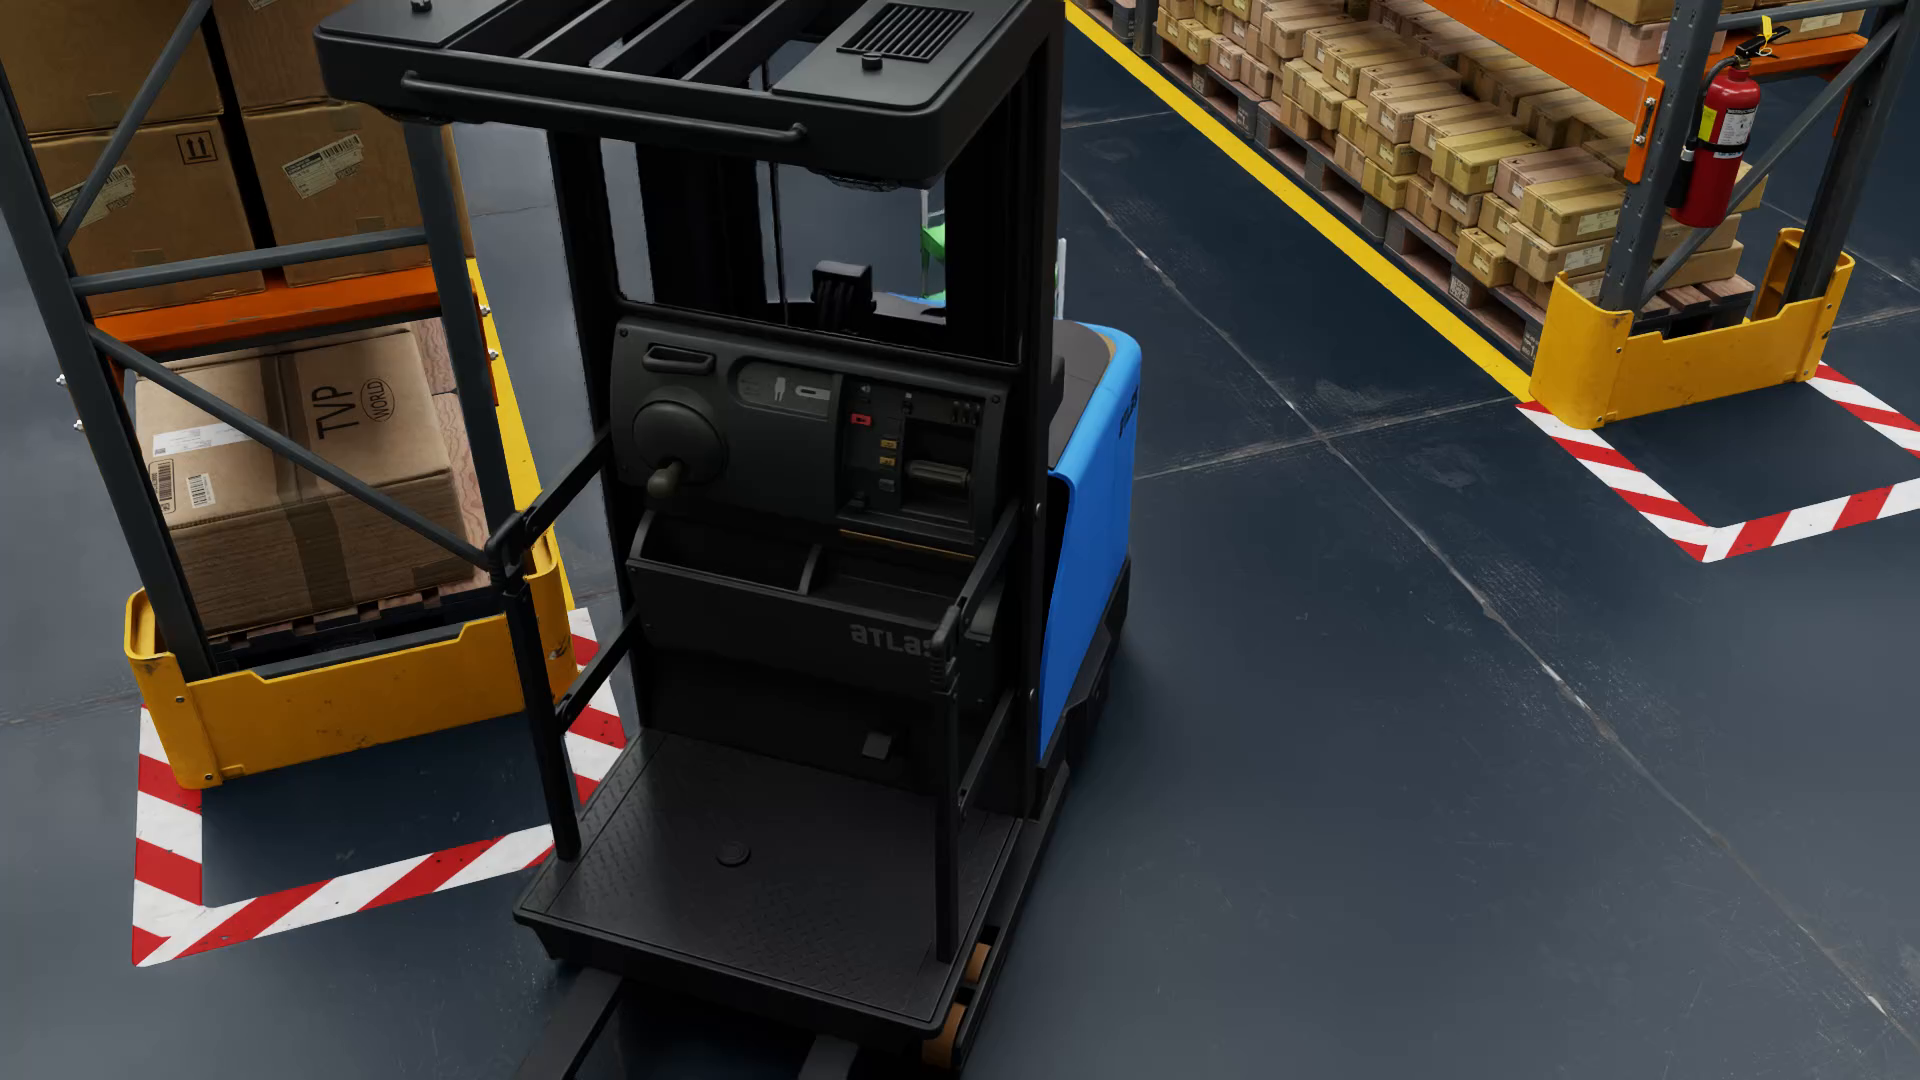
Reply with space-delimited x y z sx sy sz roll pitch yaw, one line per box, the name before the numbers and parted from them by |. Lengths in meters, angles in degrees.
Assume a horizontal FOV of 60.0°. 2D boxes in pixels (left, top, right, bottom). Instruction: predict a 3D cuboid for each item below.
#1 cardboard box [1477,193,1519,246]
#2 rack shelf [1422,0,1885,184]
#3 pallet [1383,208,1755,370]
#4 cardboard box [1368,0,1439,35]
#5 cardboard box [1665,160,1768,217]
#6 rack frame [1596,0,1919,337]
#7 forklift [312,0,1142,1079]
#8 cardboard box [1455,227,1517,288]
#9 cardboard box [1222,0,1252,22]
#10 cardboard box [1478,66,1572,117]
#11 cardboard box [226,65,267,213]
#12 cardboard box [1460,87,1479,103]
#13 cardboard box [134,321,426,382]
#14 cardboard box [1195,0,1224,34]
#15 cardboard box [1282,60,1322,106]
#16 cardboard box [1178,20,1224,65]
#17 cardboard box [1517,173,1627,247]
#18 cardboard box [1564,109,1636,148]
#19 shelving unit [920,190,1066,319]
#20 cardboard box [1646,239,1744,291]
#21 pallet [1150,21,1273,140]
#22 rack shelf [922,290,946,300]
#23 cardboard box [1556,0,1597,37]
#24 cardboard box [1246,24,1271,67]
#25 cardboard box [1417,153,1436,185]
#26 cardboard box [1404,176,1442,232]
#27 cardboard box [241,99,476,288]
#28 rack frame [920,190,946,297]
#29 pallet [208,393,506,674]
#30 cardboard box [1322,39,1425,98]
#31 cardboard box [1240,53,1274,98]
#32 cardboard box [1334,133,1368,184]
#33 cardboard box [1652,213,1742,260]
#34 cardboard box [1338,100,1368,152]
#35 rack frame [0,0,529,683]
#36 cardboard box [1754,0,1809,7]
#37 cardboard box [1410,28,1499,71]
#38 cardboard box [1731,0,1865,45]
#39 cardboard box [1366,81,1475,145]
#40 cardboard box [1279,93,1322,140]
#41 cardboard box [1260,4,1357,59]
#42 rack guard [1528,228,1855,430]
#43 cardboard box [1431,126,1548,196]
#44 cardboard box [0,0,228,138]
cardboard box | 2.355 -1.325 6.789 0.380 0.149 0.250 -13 39 -17
rack shelf | 2.156 -2.622 7.335 1.077 0.370 4.000 -12 39 -16
pallet | 2.571 -1.175 7.134 1.003 0.211 1.213 -12 39 -16
cardboard box | 2.248 -2.586 8.217 0.380 0.149 0.250 -14 39 -18
cardboard box | 2.983 -1.412 6.658 0.380 0.149 0.250 -14 39 -18
rack frame | 2.844 -1.779 5.619 1.000 3.000 0.127 -12 39 -16
forklift | -0.415 -0.165 3.532 1.130 2.935 3.031 11 38 15
cardboard box | 2.283 -1.187 6.853 0.380 0.149 0.250 -11 38 -15
cardboard box | 1.564 -2.767 8.457 0.380 0.149 0.250 -13 39 -17
cardboard box | 2.559 -1.993 7.429 0.380 0.149 0.250 -11 38 -14
cardboard box | -2.342 -1.242 4.822 0.500 0.500 0.500 -13 39 -17
cardboard box | 2.397 -2.005 7.692 0.380 0.149 0.250 -11 38 -14
cardboard box | -2.413 -0.709 5.979 0.875 0.438 0.875 -11 38 -15
cardboard box | 1.463 -2.791 8.736 0.380 0.149 0.250 -12 39 -16
cardboard box | 1.771 -2.192 7.940 0.380 0.149 0.250 -13 39 -16
cardboard box | 1.382 -2.645 8.789 0.380 0.149 0.250 -11 38 -15
cardboard box | 2.424 -1.292 6.499 0.380 0.149 0.250 -12 39 -15
cardboard box | 2.808 -1.712 7.055 0.380 0.149 0.250 -13 39 -16
shelving unit | 0.095 -0.514 5.434 0.258 1.200 0.503 -17 40 -21
cardboard box | 2.964 -1.170 6.831 0.380 0.149 0.250 -12 39 -15
pallet | 1.732 -2.553 8.964 1.003 0.211 1.213 -12 39 -16
rack shelf | 0.095 -0.654 5.329 0.258 0.148 0.480 -17 40 -21
cardboard box | 2.416 -1.953 6.058 0.380 0.149 0.250 -13 39 -16
cardboard box | 1.671 -2.508 8.360 0.380 0.149 0.250 -14 39 -18
cardboard box | 2.218 -1.632 7.197 0.380 0.149 0.250 -13 39 -16
cardboard box | 2.176 -1.491 7.256 0.380 0.149 0.250 -12 39 -15
cardboard box | -1.665 -1.068 4.591 0.500 0.500 0.500 -13 39 -16
rack frame | -0.014 -0.645 5.609 0.240 1.200 0.015 -17 40 -21
pallet | -2.118 -0.019 5.600 1.003 0.211 1.213 -12 39 -16
cardboard box | 1.905 -2.180 7.677 0.380 0.149 0.250 -12 39 -16
cardboard box | 1.651 -2.383 8.440 0.380 0.149 0.250 -13 39 -17
cardboard box | 1.954 -1.780 7.641 0.380 0.149 0.250 -12 39 -15
cardboard box | 2.905 -1.276 6.724 0.380 0.149 0.250 -11 38 -14
cardboard box | 1.953 -1.898 7.550 0.380 0.149 0.250 -11 38 -14
rack frame | -1.769 -0.697 4.183 1.000 3.000 0.127 -12 39 -16
cardboard box | 2.949 -2.249 5.912 0.500 0.500 0.500 -11 38 -14
cardboard box | 2.335 -2.274 7.801 0.380 0.149 0.250 -12 39 -16
cardboard box | 3.040 -1.930 6.028 0.380 0.149 0.250 -13 39 -16
cardboard box | 2.008 -1.866 7.260 0.380 0.149 0.250 -11 38 -14
cardboard box | 1.776 -2.071 8.027 0.380 0.149 0.250 -13 39 -17
cardboard box | 1.686 -2.464 8.054 0.380 0.149 0.250 -12 39 -15
rack guard | 2.818 -0.824 6.428 1.175 0.500 0.348 -12 39 -16
cardboard box | 2.183 -1.566 6.862 0.380 0.149 0.250 -13 39 -17
cardboard box | -2.159 -1.360 4.148 0.500 0.500 0.500 -11 38 -14
